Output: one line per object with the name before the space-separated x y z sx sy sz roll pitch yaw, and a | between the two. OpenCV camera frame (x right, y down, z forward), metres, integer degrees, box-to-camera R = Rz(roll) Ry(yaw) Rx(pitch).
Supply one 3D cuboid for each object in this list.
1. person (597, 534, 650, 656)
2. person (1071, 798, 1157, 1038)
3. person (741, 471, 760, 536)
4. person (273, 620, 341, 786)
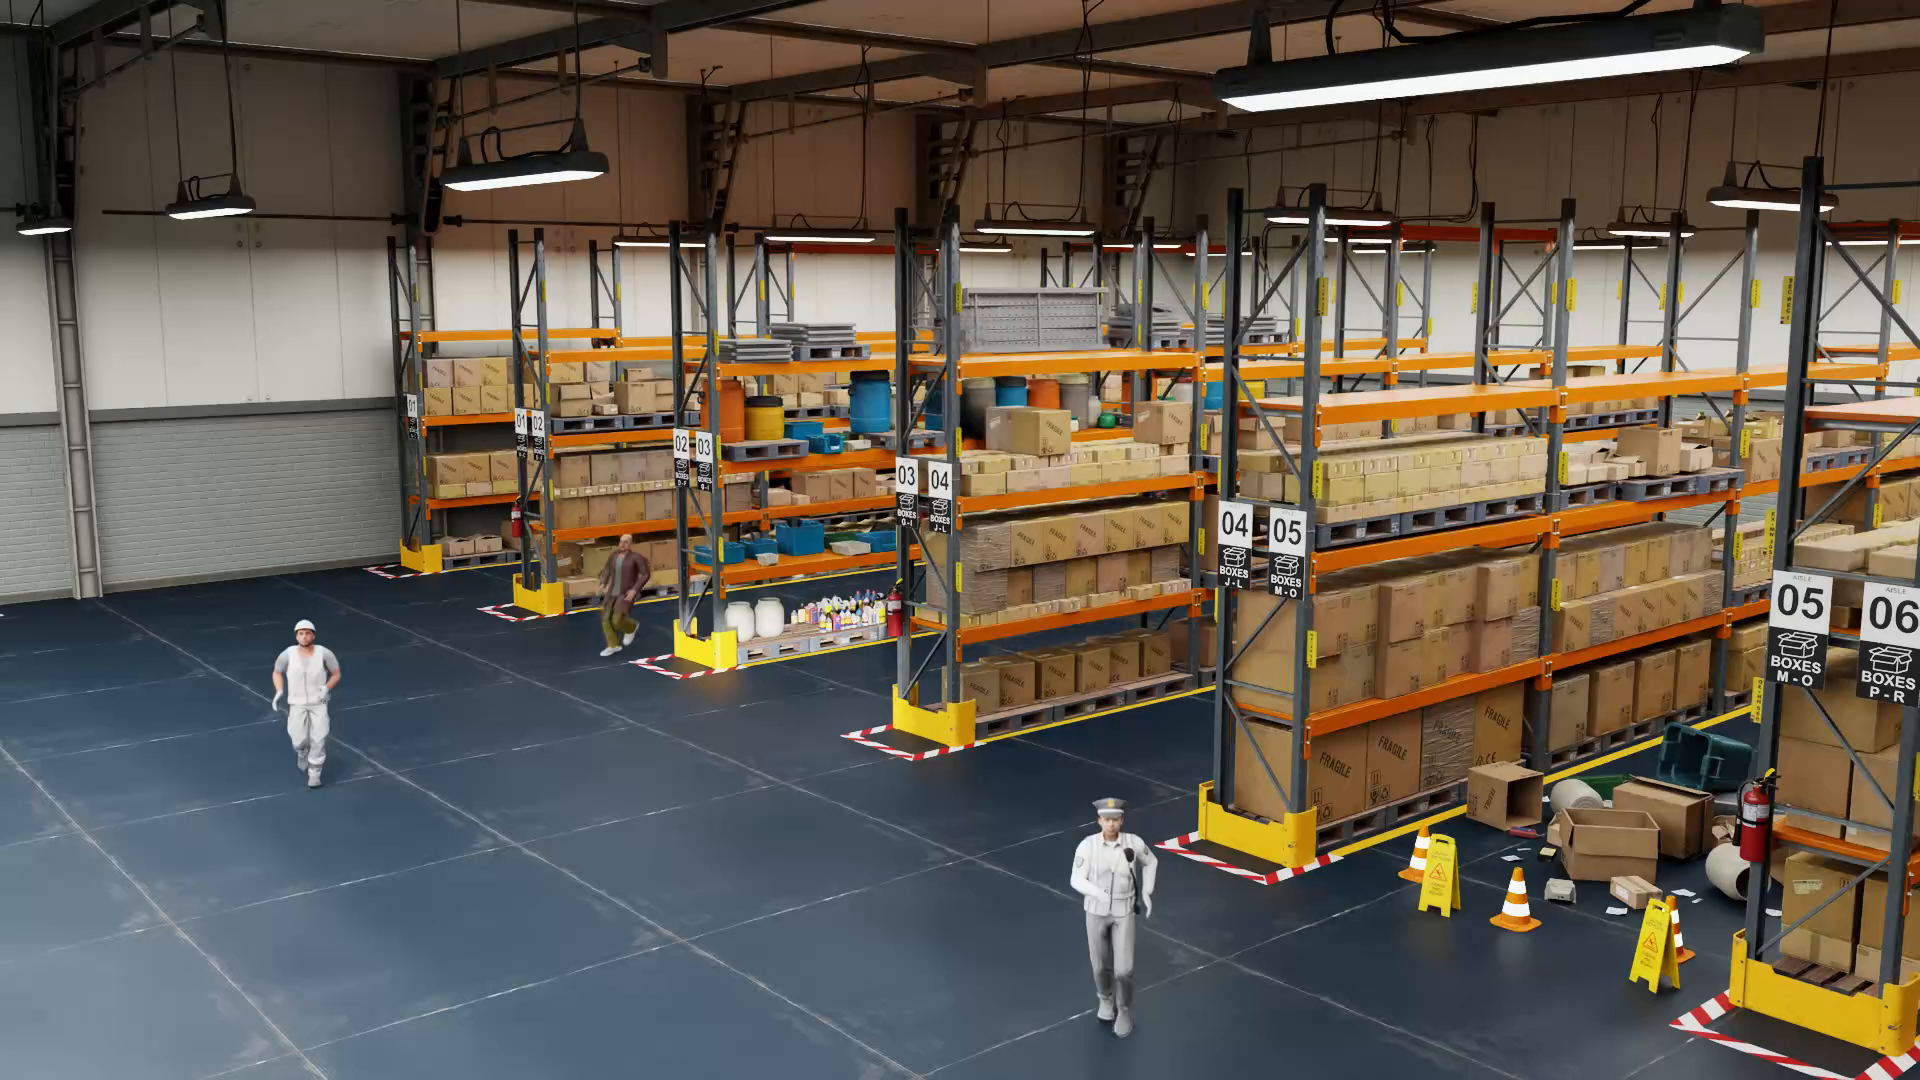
person | -4.695 0.760 23.326 0.763 1.732 0.615 5 10 28
person | 1.053 2.591 11.454 0.581 1.699 0.677 1 9 9
person | -3.881 -0.544 31.708 0.644 1.770 0.792 9 12 44
person | -6.725 1.685 17.156 0.666 1.735 0.595 -3 9 -18
